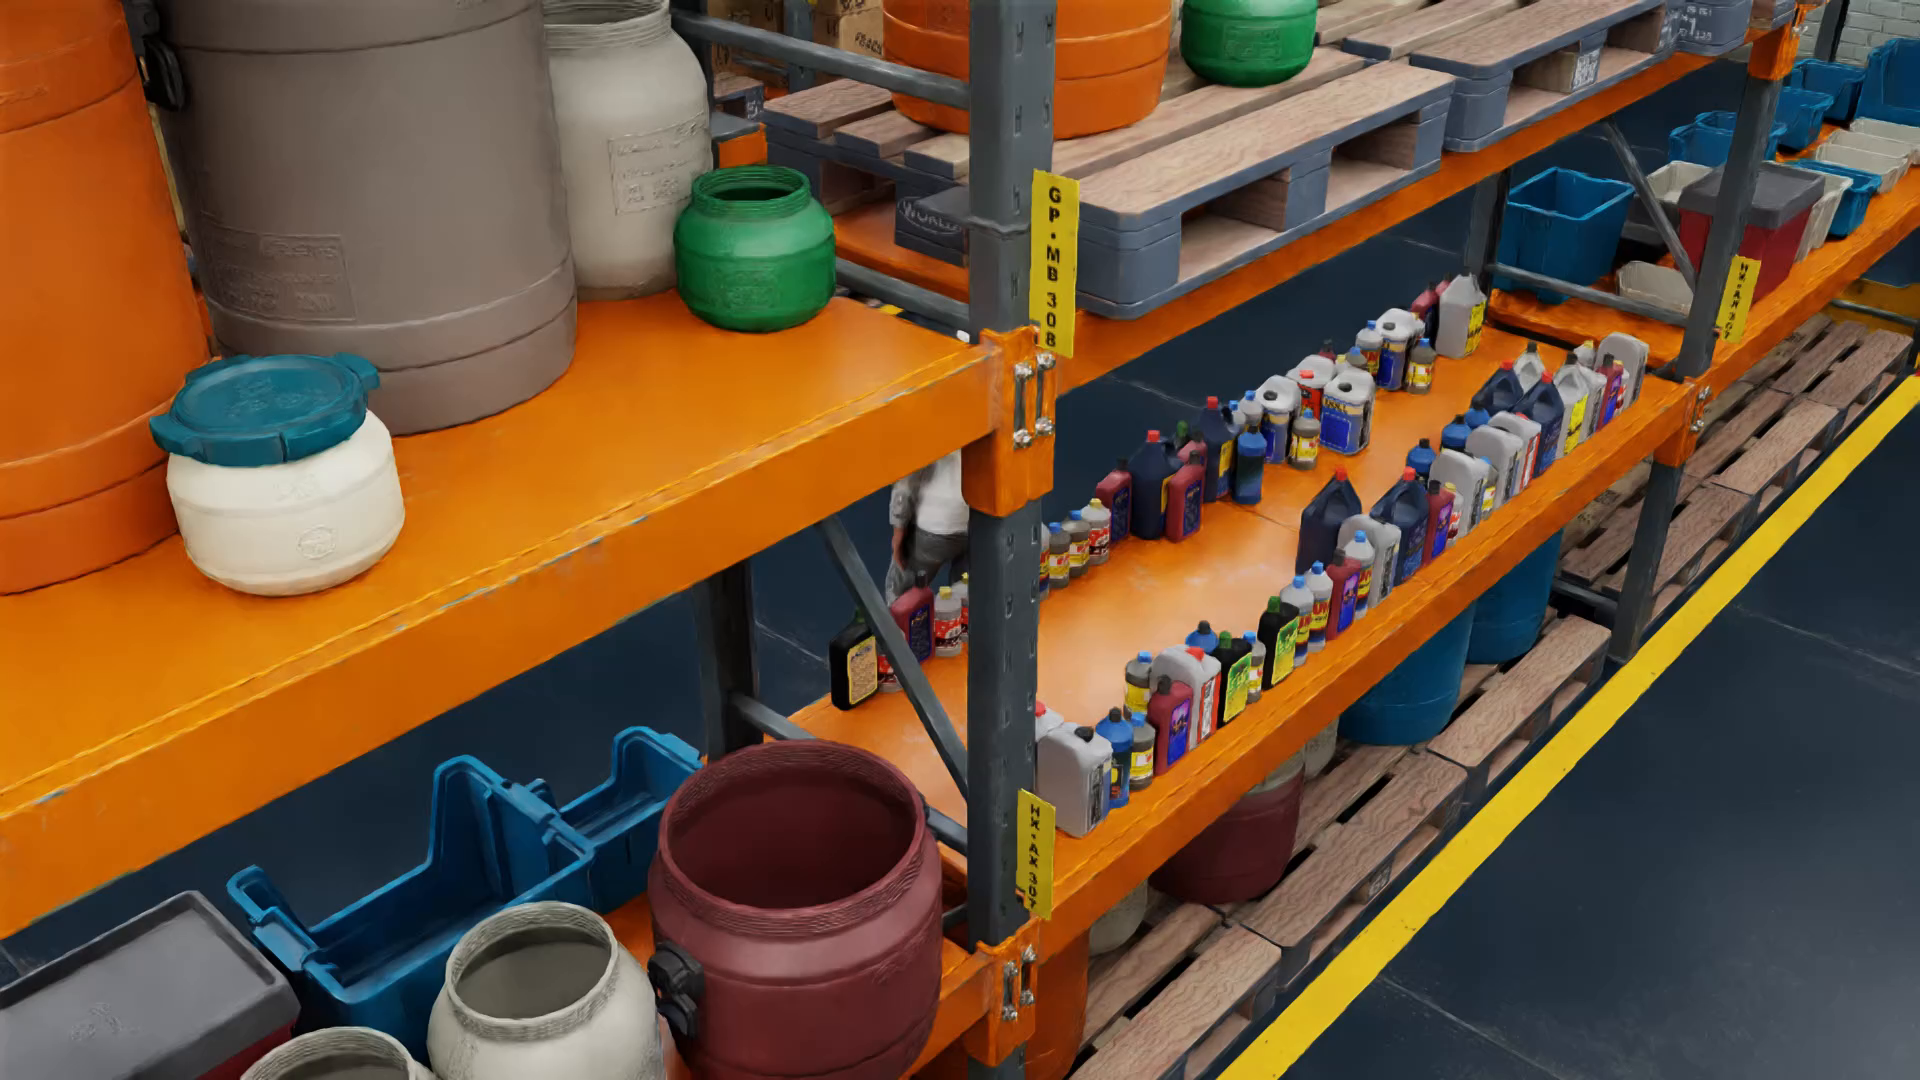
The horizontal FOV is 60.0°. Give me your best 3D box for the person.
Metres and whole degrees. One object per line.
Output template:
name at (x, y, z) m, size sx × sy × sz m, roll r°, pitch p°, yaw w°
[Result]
person at (-0.022, -0.074, 6.234) m, size 0.631 × 1.767 × 0.429 m, roll -9°, pitch 32°, yaw -15°
